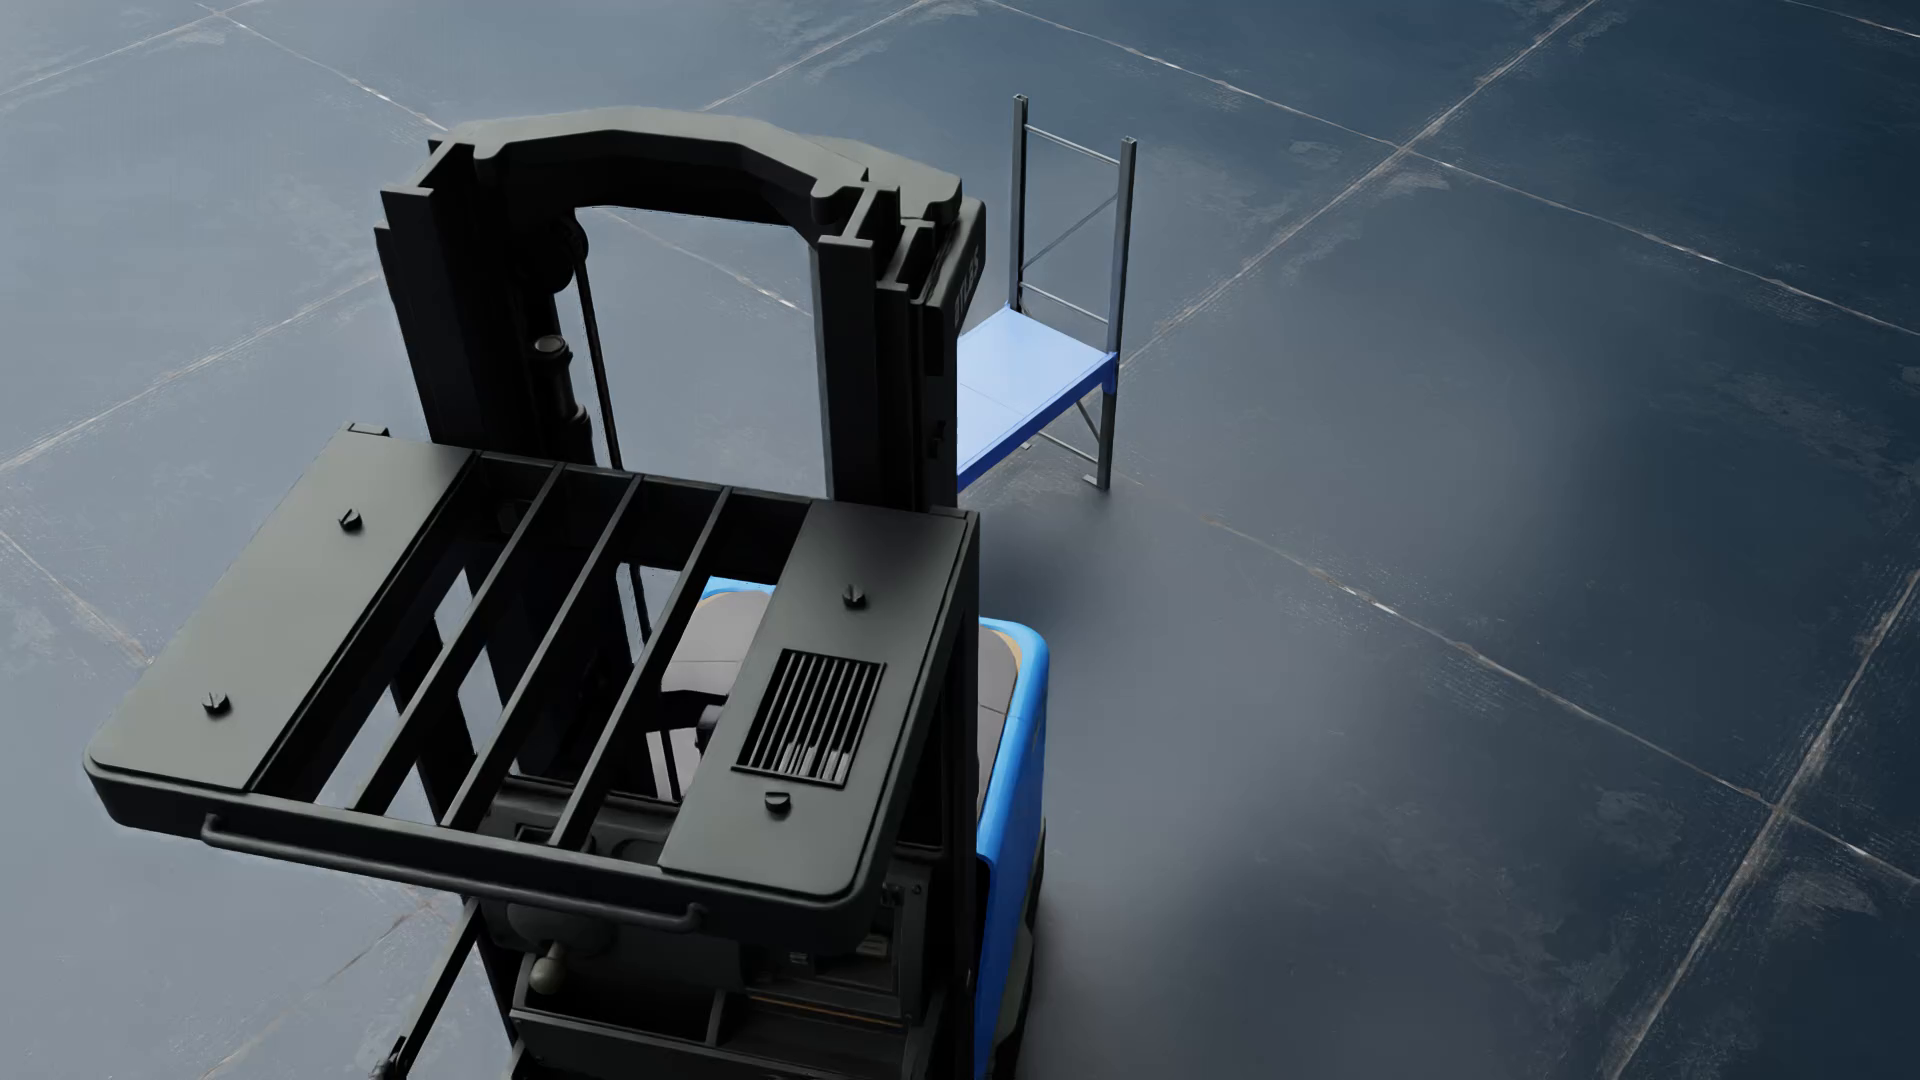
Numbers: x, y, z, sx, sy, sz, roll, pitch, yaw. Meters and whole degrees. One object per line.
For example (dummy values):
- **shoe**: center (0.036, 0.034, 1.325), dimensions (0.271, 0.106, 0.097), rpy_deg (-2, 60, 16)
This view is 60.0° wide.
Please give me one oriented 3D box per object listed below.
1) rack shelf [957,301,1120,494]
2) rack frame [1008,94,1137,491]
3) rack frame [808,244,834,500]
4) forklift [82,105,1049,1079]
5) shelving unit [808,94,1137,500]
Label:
- **rack shelf**: center (0.055, -0.466, 5.915), dimensions (0.538, 0.185, 1.000), rpy_deg (29, 50, 28)
- **rack frame**: center (0.382, -0.861, 6.082), dimensions (0.500, 1.500, 0.032), rpy_deg (29, 50, 28)
- **rack frame**: center (-0.272, -0.337, 5.506), dimensions (0.500, 1.500, 0.032), rpy_deg (29, 50, 28)
- **forklift**: center (-0.562, 0.839, 3.149), dimensions (1.130, 2.935, 3.031), rpy_deg (8, 43, 9)
- **shelving unit**: center (0.055, -0.599, 5.794), dimensions (0.538, 1.500, 1.048), rpy_deg (29, 50, 28)
